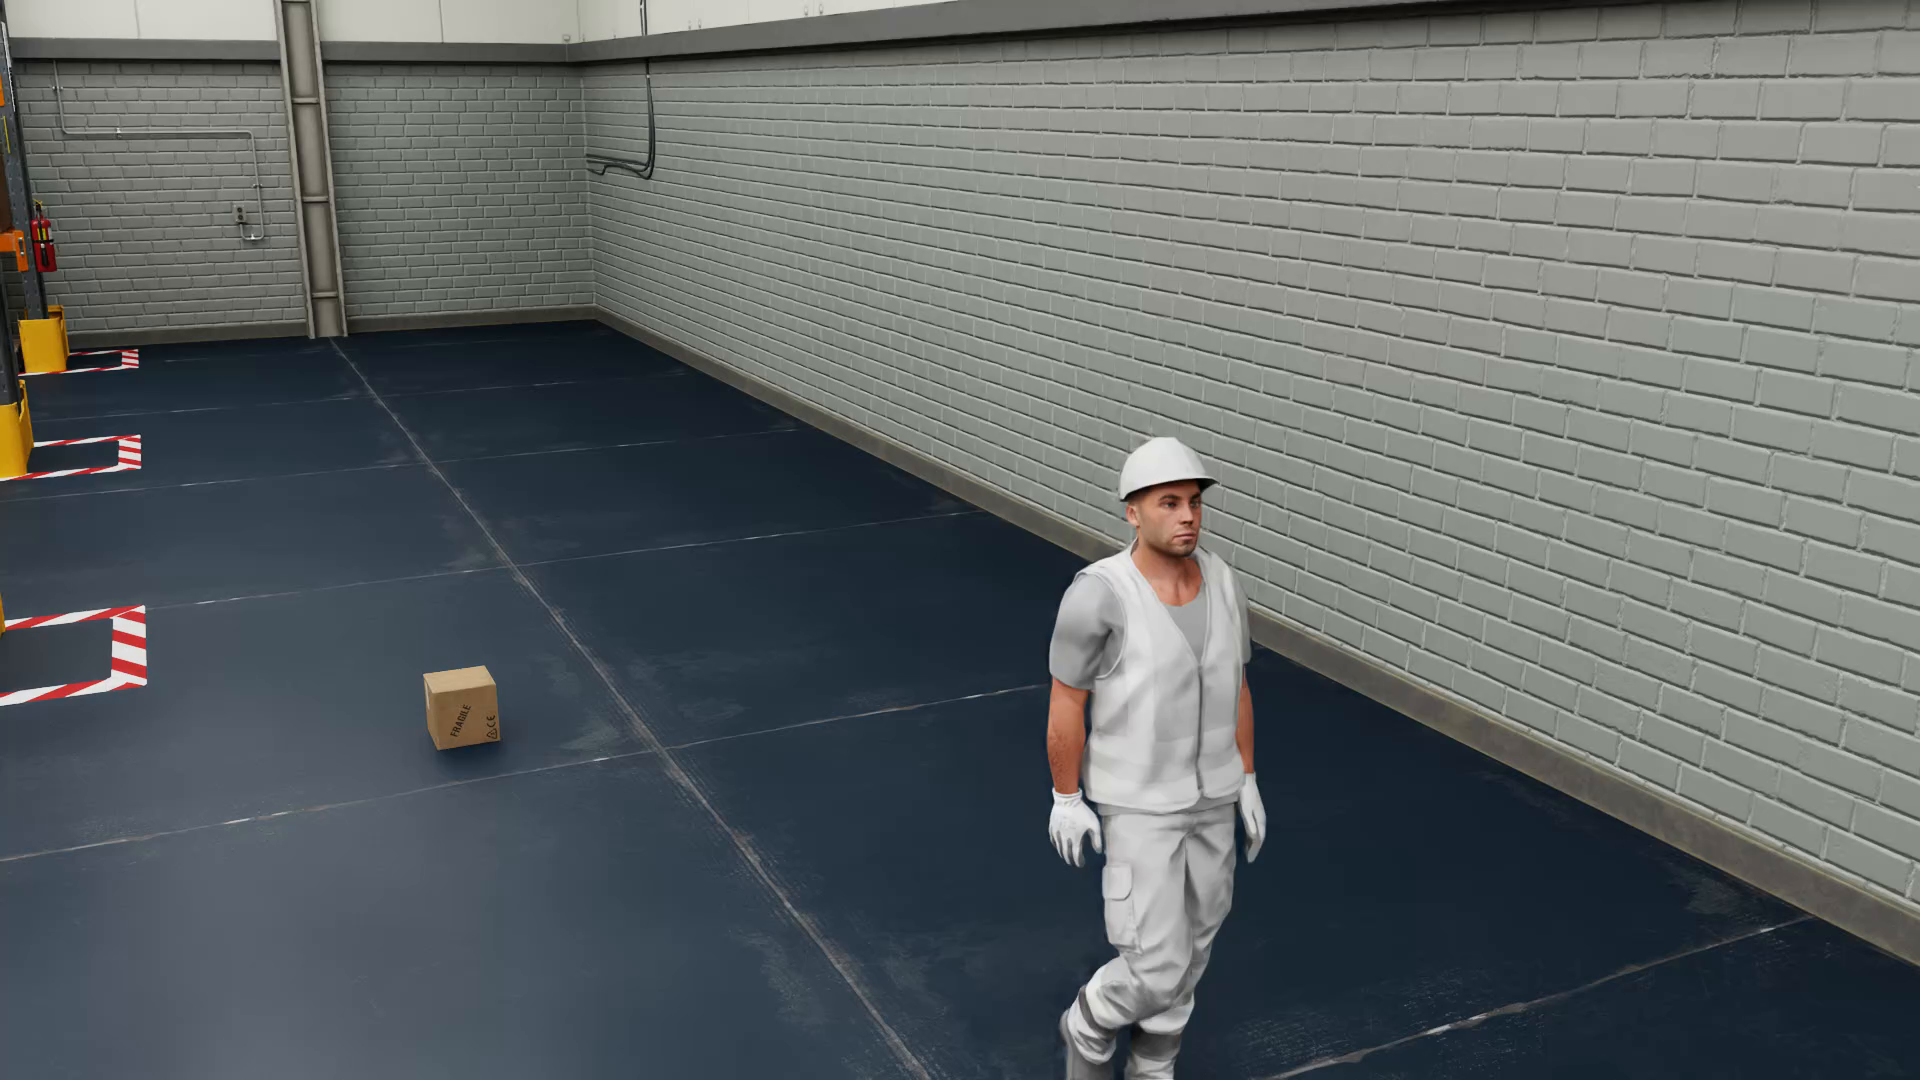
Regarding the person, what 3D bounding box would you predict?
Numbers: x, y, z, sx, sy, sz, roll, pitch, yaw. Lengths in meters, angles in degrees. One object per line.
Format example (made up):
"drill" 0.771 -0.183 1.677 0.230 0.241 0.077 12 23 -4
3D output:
"person" 0.496 0.635 4.026 0.526 1.780 0.481 -9 17 -30
